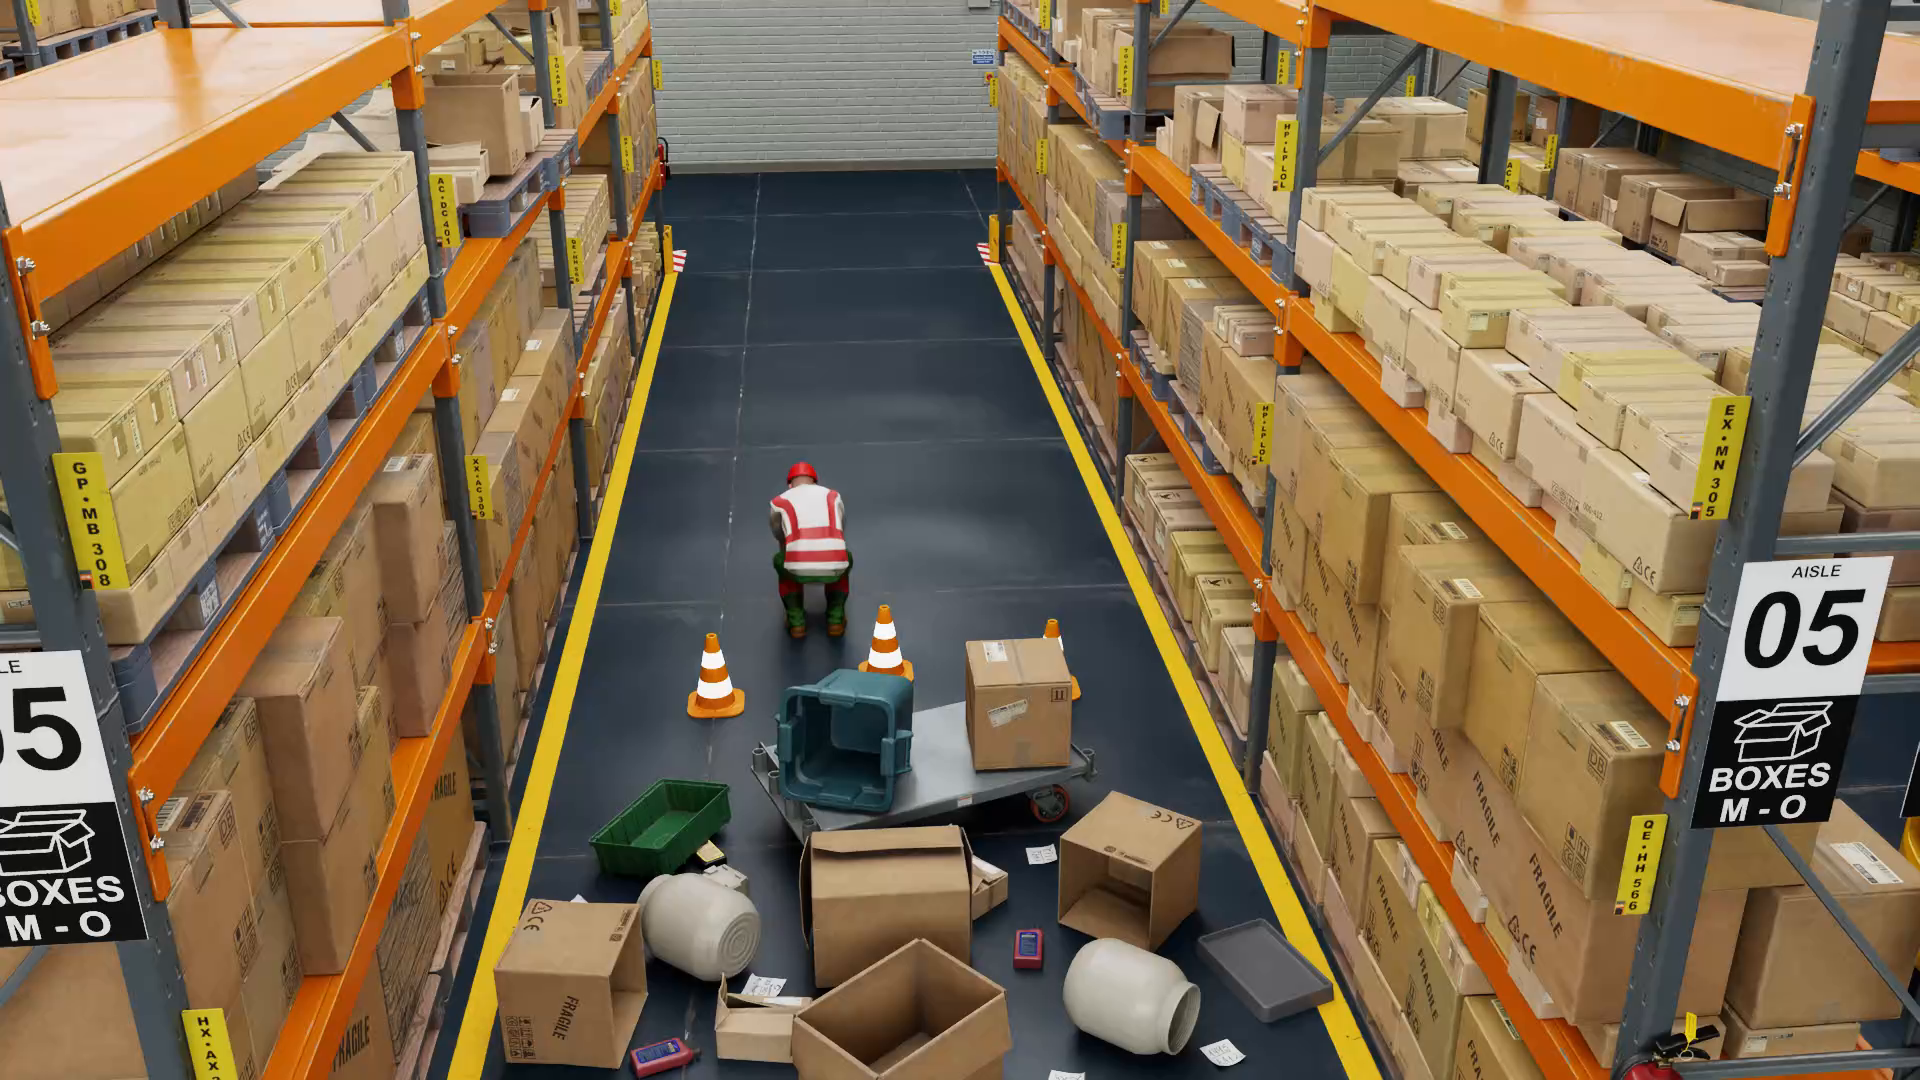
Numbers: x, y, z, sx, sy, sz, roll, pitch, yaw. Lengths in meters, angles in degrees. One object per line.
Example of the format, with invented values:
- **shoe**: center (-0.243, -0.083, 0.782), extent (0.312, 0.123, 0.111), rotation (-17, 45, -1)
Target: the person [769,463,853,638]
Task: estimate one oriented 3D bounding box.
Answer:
- **person**: center (-0.971, 0.076, 10.903), extent (0.534, 0.991, 0.907), rotation (-3, 24, -6)
